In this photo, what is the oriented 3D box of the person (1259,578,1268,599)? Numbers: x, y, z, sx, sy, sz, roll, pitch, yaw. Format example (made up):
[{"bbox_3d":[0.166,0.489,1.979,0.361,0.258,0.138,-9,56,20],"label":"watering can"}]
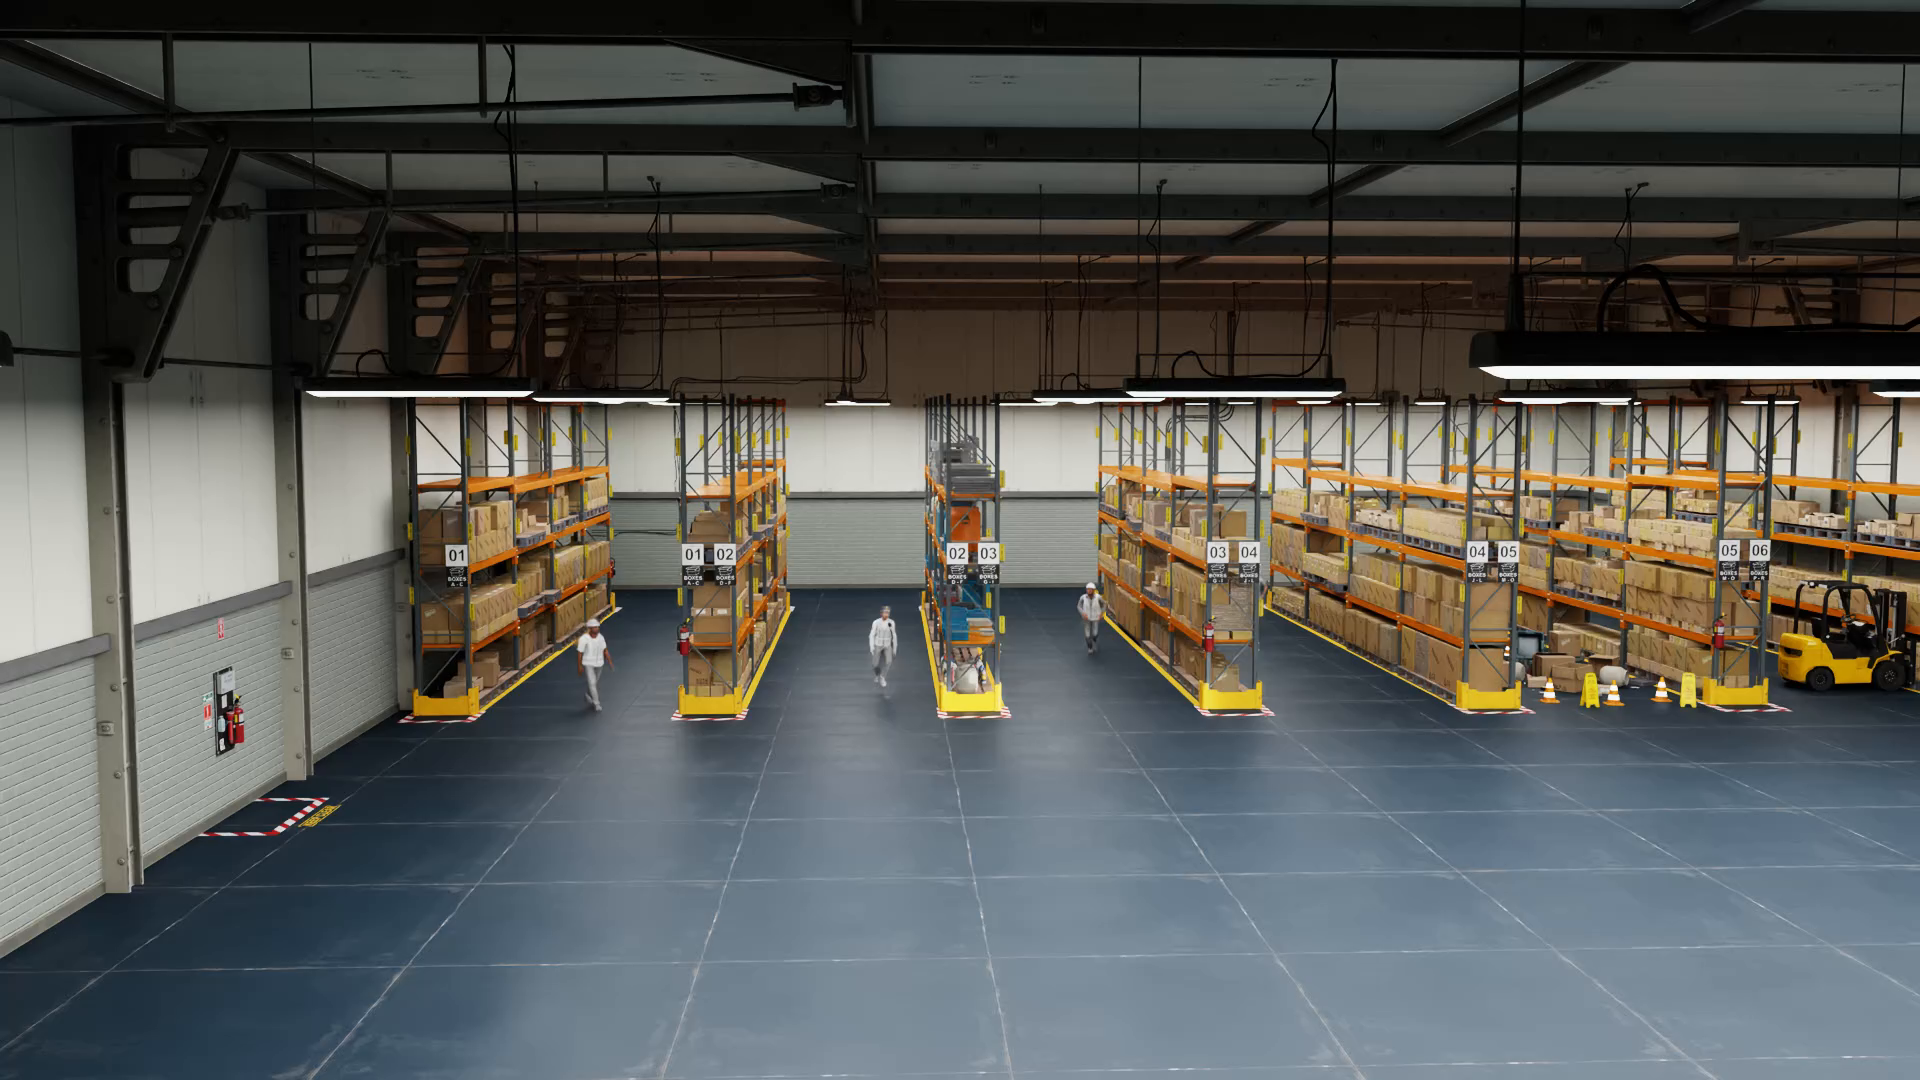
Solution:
[{"bbox_3d":[7.671,1.529,43.155,0.607,1.580,0.691,1,5,8],"label":"person"}]

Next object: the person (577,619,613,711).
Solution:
[{"bbox_3d":[-6.949,2.353,31.593,0.657,1.703,1.120,-3,6,-37],"label":"person"}]

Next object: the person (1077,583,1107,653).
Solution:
[{"bbox_3d":[3.085,1.819,38.777,0.700,1.686,0.718,0,5,6],"label":"person"}]

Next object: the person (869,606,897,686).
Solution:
[{"bbox_3d":[-1.520,2.081,33.101,0.569,1.552,0.738,-1,5,-9],"label":"person"}]
